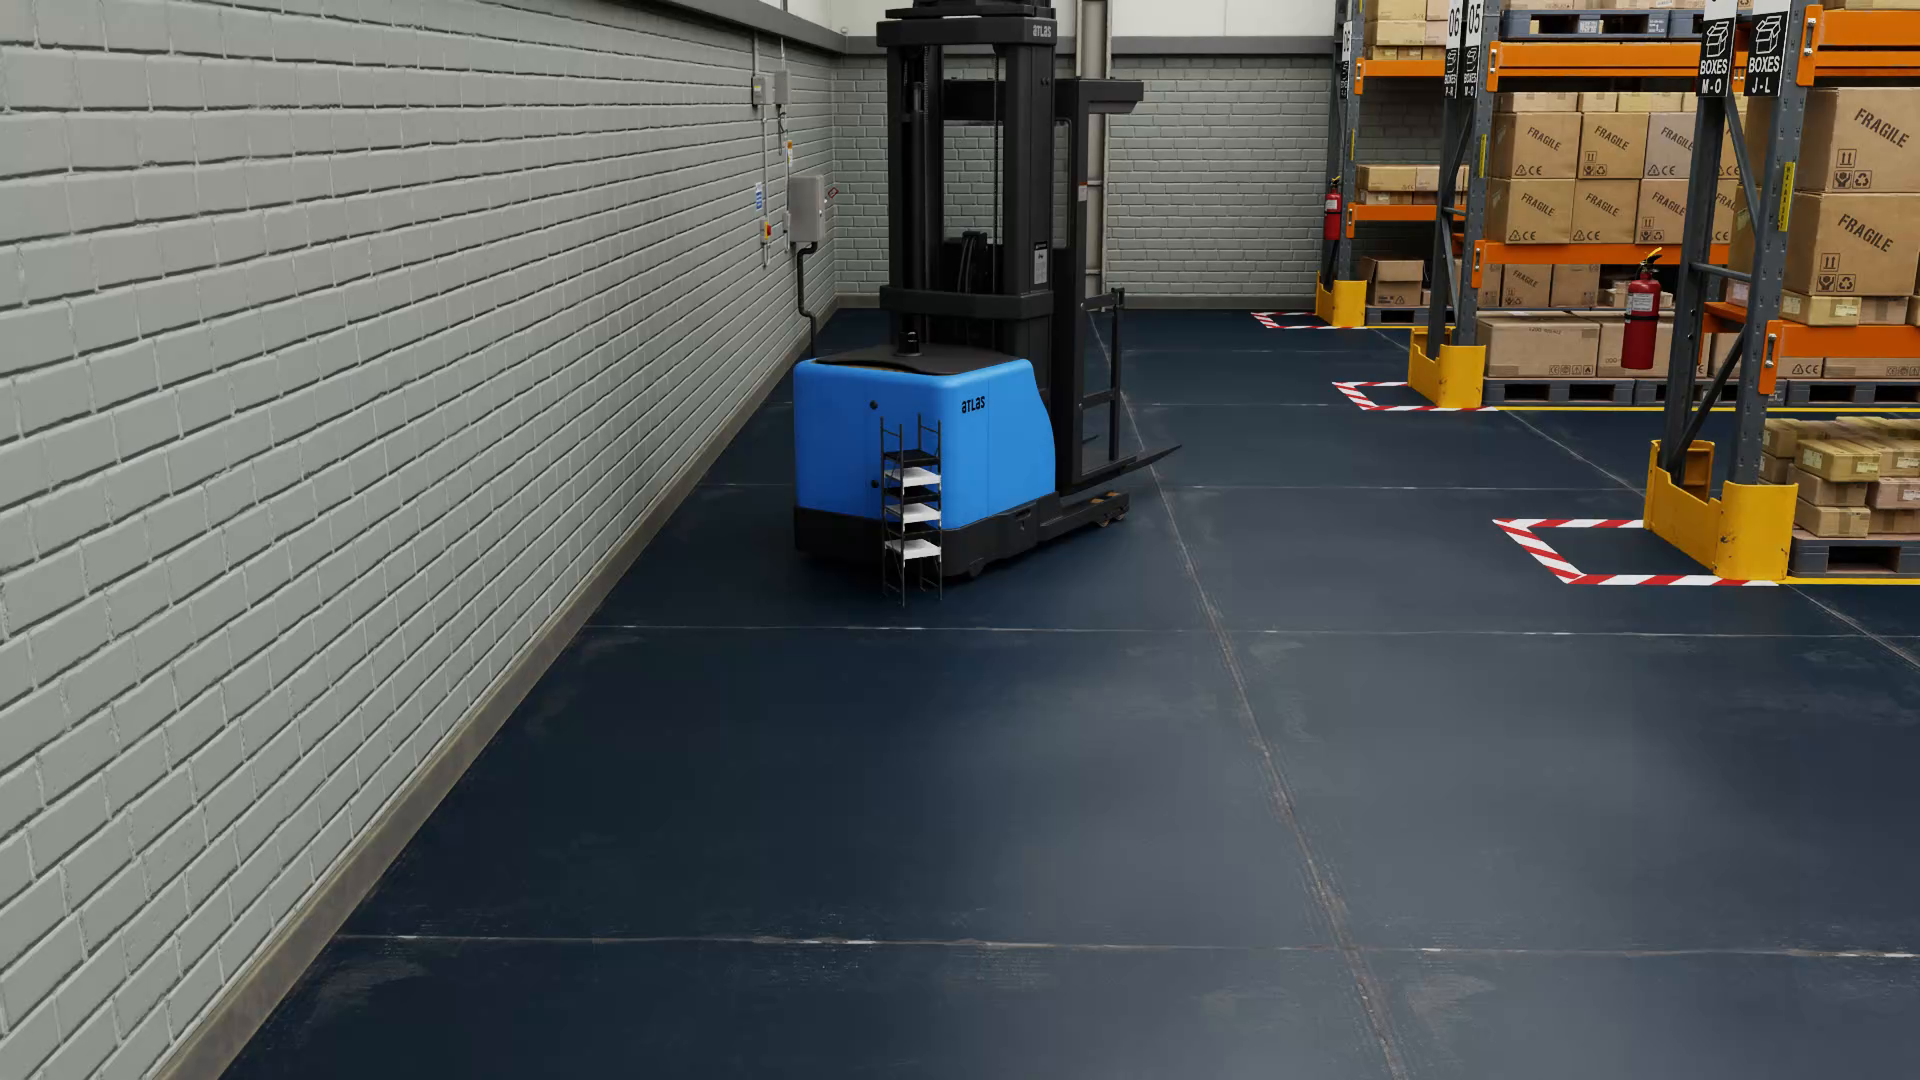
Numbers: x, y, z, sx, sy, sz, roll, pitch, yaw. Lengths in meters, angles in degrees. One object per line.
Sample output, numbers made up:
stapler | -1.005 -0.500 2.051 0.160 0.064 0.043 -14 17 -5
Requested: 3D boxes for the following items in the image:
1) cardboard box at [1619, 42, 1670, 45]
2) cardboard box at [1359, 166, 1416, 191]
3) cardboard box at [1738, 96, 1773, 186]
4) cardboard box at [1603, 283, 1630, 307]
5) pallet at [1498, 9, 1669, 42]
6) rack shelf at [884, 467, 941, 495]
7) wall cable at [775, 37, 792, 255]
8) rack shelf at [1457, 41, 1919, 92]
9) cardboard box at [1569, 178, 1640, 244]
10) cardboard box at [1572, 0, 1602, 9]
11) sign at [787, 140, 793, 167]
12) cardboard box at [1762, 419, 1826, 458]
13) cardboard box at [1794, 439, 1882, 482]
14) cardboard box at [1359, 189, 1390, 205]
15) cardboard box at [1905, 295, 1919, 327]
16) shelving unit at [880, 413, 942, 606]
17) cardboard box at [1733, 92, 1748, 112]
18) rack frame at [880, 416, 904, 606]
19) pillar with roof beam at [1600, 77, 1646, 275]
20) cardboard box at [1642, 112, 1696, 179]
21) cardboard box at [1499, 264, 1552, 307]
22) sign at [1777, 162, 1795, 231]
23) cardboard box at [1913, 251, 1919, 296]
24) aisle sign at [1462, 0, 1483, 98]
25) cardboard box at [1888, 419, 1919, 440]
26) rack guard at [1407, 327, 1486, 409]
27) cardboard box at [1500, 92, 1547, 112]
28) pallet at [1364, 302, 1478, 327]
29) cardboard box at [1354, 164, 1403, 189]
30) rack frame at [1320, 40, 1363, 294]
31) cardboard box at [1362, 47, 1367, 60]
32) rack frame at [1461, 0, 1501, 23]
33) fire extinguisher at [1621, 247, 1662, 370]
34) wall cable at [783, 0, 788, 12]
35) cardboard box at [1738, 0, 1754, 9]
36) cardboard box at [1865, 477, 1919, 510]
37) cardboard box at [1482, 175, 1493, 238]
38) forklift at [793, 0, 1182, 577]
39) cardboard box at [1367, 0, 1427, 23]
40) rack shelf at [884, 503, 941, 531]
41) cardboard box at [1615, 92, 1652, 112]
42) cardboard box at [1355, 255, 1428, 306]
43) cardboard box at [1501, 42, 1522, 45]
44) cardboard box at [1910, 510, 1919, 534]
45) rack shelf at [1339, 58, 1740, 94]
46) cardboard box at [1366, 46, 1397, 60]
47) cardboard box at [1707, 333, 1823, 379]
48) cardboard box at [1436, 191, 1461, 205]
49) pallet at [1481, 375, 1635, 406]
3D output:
cardboard box | 7.174 -5.356 17.591 0.500 0.250 0.500 0 15 0
cardboard box | 4.630 -3.920 18.028 0.500 0.250 0.500 0 15 2
cardboard box | 4.499 -2.127 8.784 0.500 0.500 0.500 0 15 0
cardboard box | 7.261 -2.706 18.254 0.258 0.266 0.396 1 15 3
pallet | 4.803 -4.060 13.141 1.213 0.211 1.003 0 15 1
rack shelf | -0.239 -0.293 8.112 0.200 0.077 0.258 -7 17 -26
wall cable | -1.552 -3.538 14.879 0.122 1.984 0.588 0 15 1
rack shelf | 6.060 -3.744 13.180 4.000 0.370 1.077 0 15 1
cardboard box | 5.040 -2.630 13.233 0.500 0.500 0.500 0 15 1
cardboard box | 4.934 -4.272 13.246 0.250 0.149 0.380 -1 15 -3
sign | -1.586 -3.606 15.510 0.001 0.242 0.339 0 15 1
cardboard box | 4.571 -0.565 9.199 0.250 0.149 0.380 1 15 2
cardboard box | 4.550 -0.413 8.626 0.250 0.149 0.380 0 15 -1
cardboard box | 4.505 -3.727 18.077 0.250 0.149 0.380 0 15 1
cardboard box | 4.874 -1.178 8.416 0.250 0.149 0.380 0 15 0
shelving unit | -0.239 -0.151 8.149 0.210 0.900 0.258 -7 17 -26
cardboard box | 5.958 -3.406 12.942 0.250 0.149 0.380 0 15 0
rack frame | -0.330 -0.139 8.104 0.006 0.900 0.240 -7 17 -26
pillar with roof beam | 7.399 -5.931 14.182 0.400 9.000 9.100 0 15 1
cardboard box | 5.565 -3.107 13.082 0.500 0.500 0.500 0 15 1
cardboard box | 6.172 -2.842 18.309 0.500 0.500 0.500 1 15 2
sign | 4.022 -1.671 8.098 0.005 0.325 0.100 0 15 1
cardboard box | 5.013 -1.513 8.416 0.500 0.500 0.500 0 15 2
aisle sign | 3.981 -3.838 12.910 0.004 0.787 0.394 0 15 1
cardboard box | 5.340 -0.561 9.186 0.250 0.149 0.380 0 15 -1
rack guard | 4.037 -1.446 13.840 0.348 0.500 1.175 0 15 1
cardboard box | 4.408 -3.427 13.021 0.250 0.149 0.380 1 15 3
pallet | 5.057 -2.566 18.654 1.213 0.211 1.003 0 15 1
cardboard box | 4.650 -4.056 18.545 0.500 0.250 0.500 1 15 3
rack frame | 4.184 -3.920 18.318 0.127 3.000 1.000 0 15 1
cardboard box | 4.510 -5.306 18.184 0.250 0.149 0.380 1 15 3
rack frame | 4.061 -5.555 12.755 0.127 3.000 1.000 0 15 1
fire extinguisher | 3.795 -1.293 9.243 0.183 0.674 0.296 0 15 1
wall cable | -1.502 -6.440 16.037 0.133 3.039 2.988 0 15 1
cardboard box | 6.072 -4.353 12.864 0.500 0.500 0.500 1 15 2
cardboard box | 4.825 -0.275 8.683 0.250 0.149 0.380 0 15 1
cardboard box | 4.550 -2.767 13.752 0.500 0.500 0.500 0 15 2
forklift | 0.340 -1.550 9.471 1.130 2.935 3.031 9 17 32
cardboard box | 4.621 -5.617 17.599 0.500 0.250 0.500 0 15 1
rack shelf | -0.239 -0.119 8.158 0.200 0.077 0.258 -7 17 -26
cardboard box | 5.193 -3.415 12.977 0.250 0.149 0.380 0 15 0
cardboard box | 4.793 -2.888 18.477 0.637 0.503 0.797 0 15 -1
cardboard box | 5.640 -5.365 17.624 0.500 0.250 0.500 0 15 0
cardboard box | 5.063 -0.150 8.794 0.250 0.149 0.380 1 15 2
rack shelf | 6.183 -5.010 17.978 4.000 0.370 1.077 0 15 1
cardboard box | 4.496 -5.188 17.735 0.250 0.149 0.380 1 15 3
cardboard box | 6.539 -1.630 13.836 0.875 0.438 0.875 0 15 0
cardboard box | 5.275 -3.727 18.077 0.250 0.149 0.380 1 15 3
pallet | 4.862 -1.321 13.932 1.213 0.211 1.003 0 15 1
